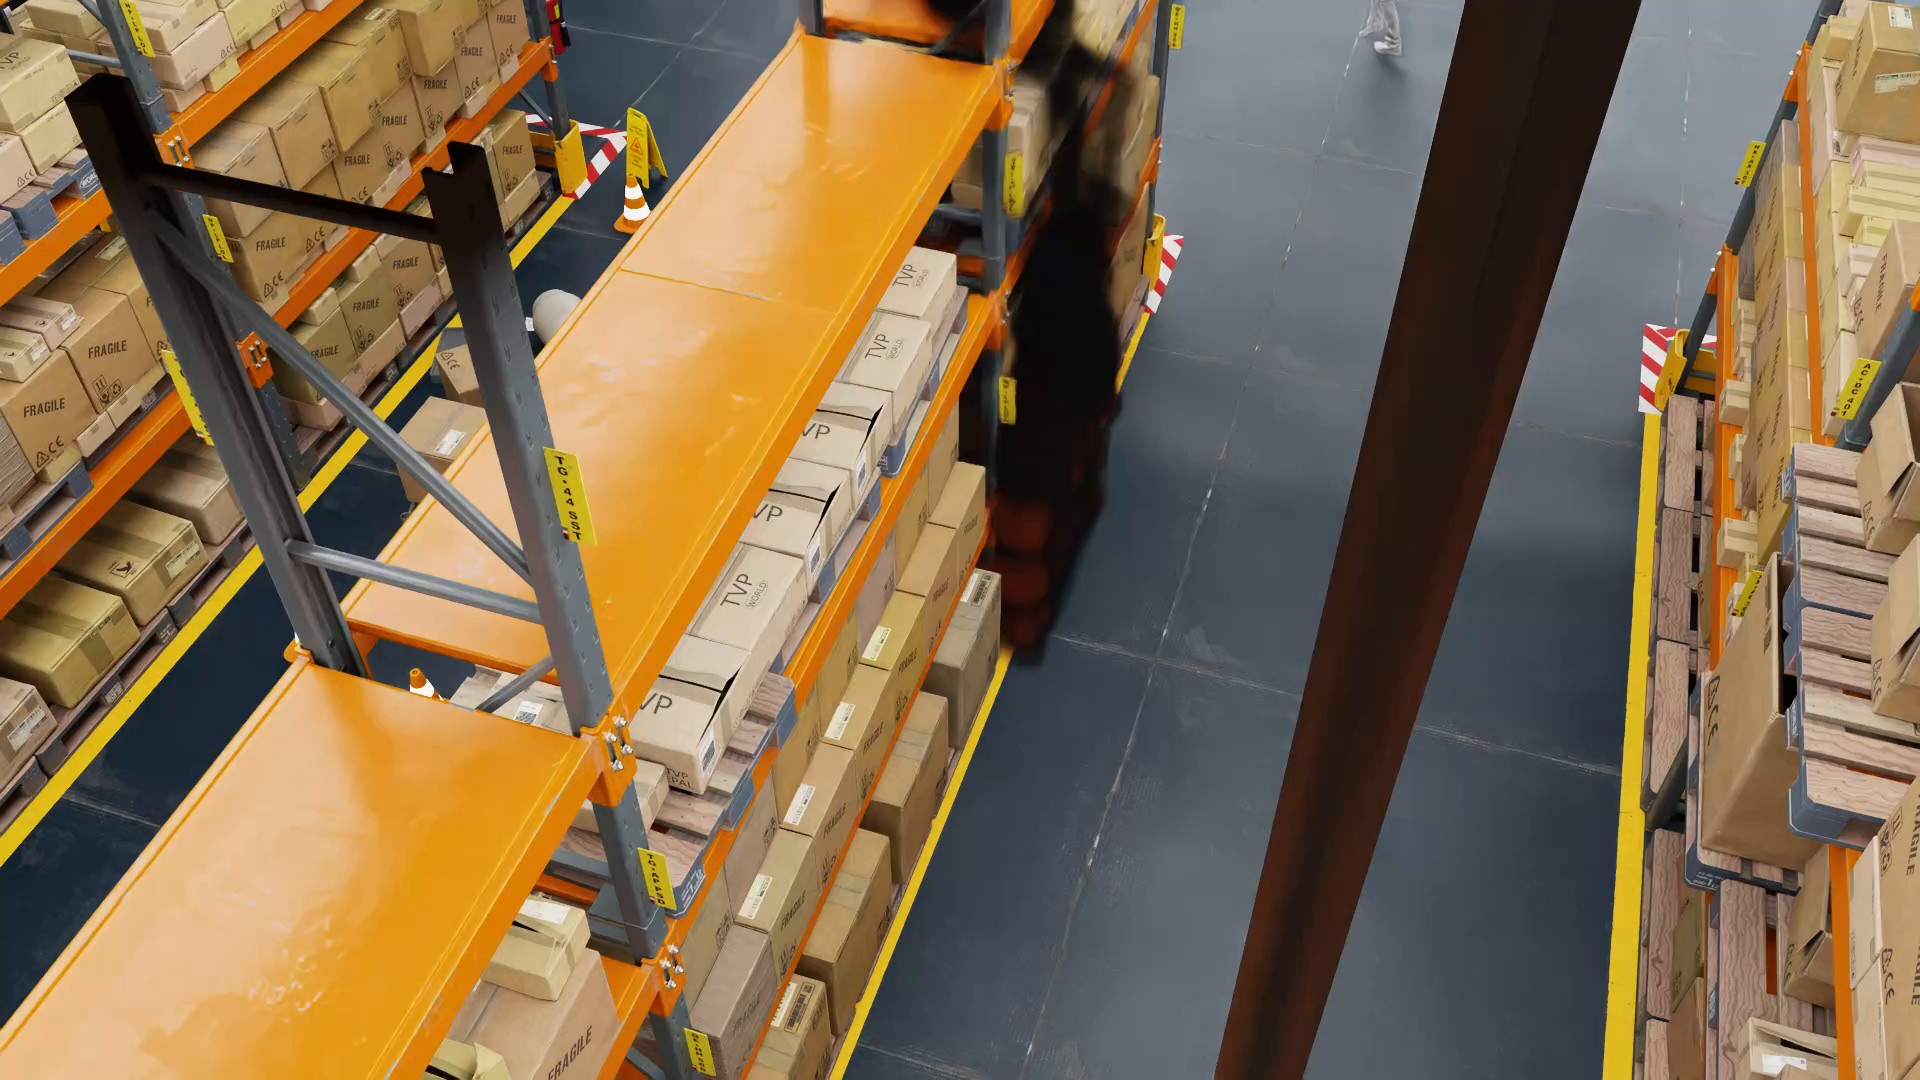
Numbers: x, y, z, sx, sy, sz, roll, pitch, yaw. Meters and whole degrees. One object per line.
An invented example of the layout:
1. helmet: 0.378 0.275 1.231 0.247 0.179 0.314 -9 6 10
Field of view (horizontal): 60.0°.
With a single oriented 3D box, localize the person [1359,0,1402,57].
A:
1. person: 3.897 -5.269 15.039 0.665 1.839 0.768 -27 52 -24
